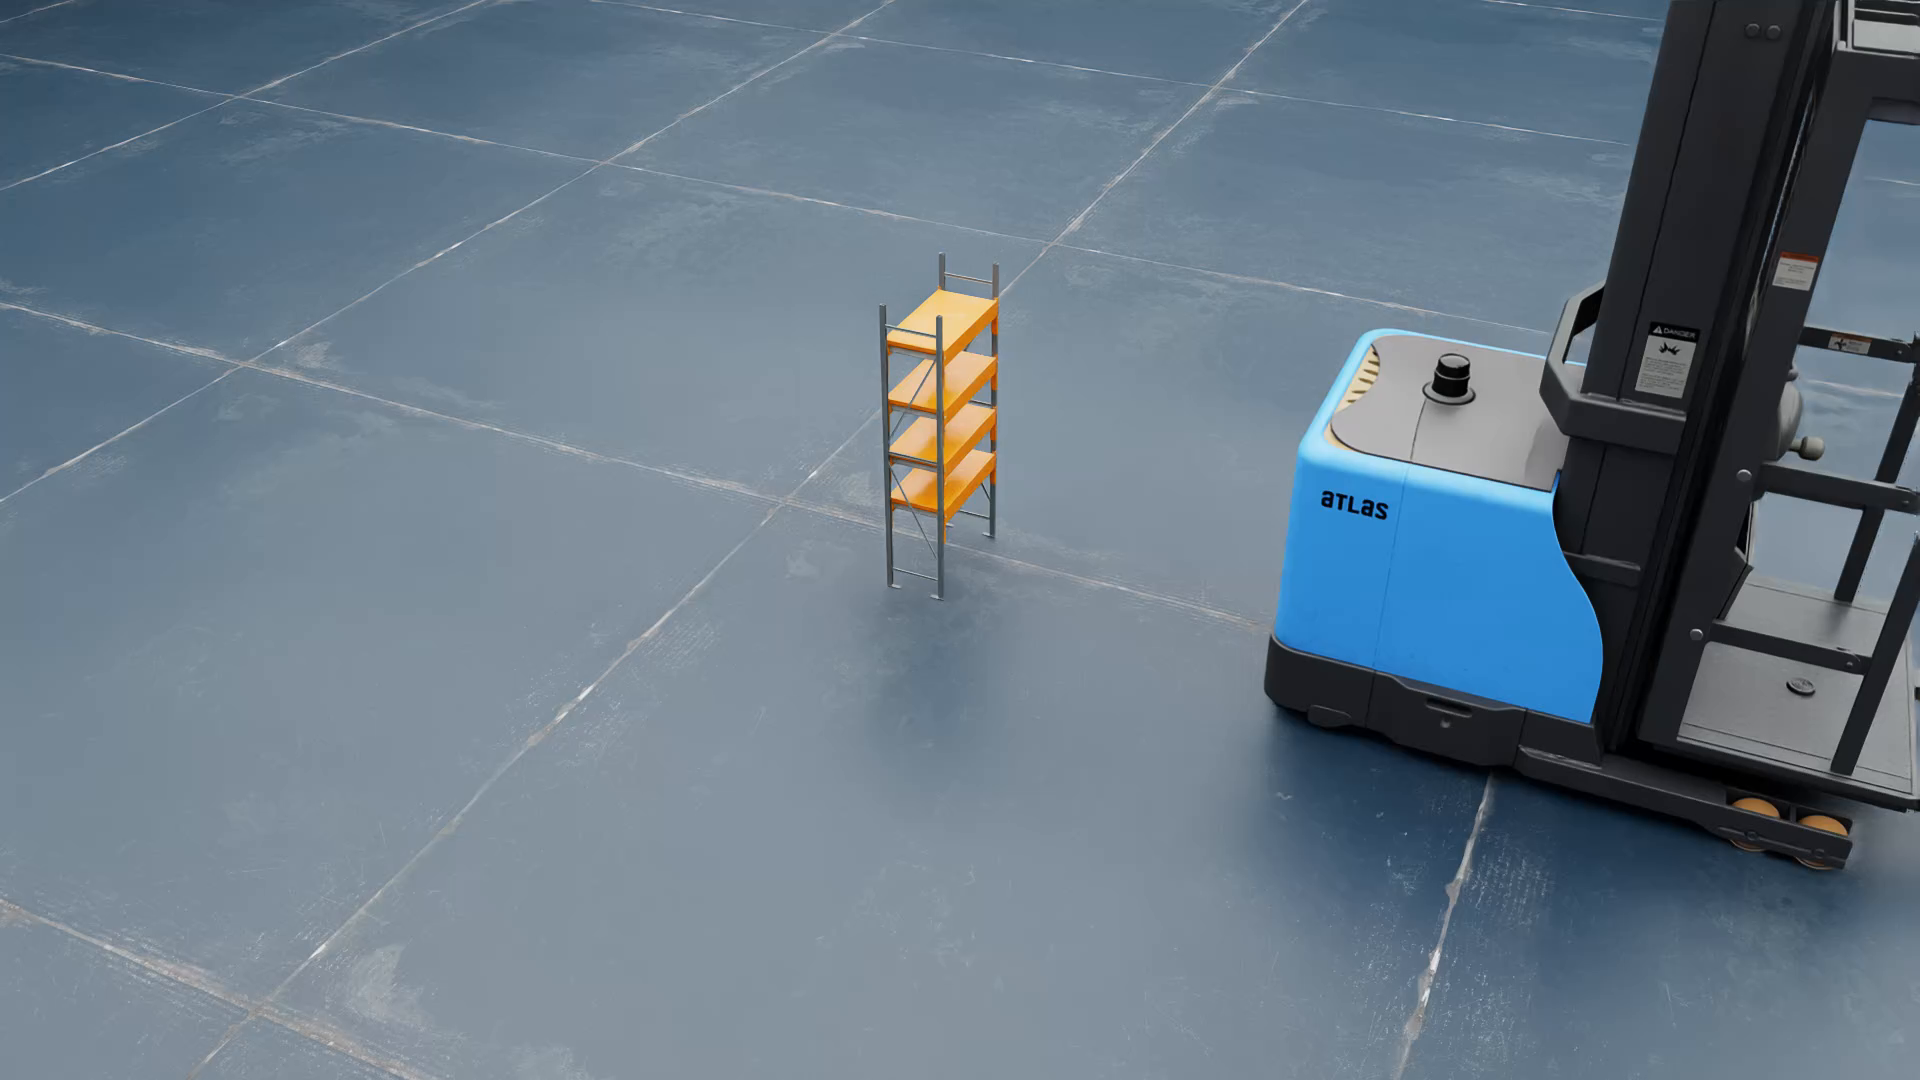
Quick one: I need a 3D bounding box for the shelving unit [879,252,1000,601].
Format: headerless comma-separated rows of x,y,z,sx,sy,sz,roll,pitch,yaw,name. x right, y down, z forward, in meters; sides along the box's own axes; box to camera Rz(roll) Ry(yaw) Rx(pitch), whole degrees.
-0.069,-0.419,6.295,0.258,1.200,0.503,14,36,20,shelving unit

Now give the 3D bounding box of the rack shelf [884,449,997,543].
-0.069,-0.197,6.441,0.258,0.148,0.480,14,36,20,rack shelf

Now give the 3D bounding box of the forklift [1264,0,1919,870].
2.625,-0.532,4.889,3.031,2.935,1.130,14,36,20,forklift

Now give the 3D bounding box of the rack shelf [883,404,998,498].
-0.069,-0.363,6.332,0.258,0.148,0.480,14,36,20,rack shelf

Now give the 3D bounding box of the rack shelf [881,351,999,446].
-0.069,-0.550,6.210,0.258,0.148,0.480,14,36,20,rack shelf

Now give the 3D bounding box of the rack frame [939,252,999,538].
0.033,-0.541,6.481,0.240,1.200,0.015,14,36,20,rack frame

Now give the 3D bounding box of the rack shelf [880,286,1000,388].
-0.069,-0.748,6.080,0.258,0.148,0.480,14,36,20,rack shelf

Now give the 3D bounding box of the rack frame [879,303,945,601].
-0.171,-0.298,6.110,0.240,1.200,0.015,14,36,20,rack frame
